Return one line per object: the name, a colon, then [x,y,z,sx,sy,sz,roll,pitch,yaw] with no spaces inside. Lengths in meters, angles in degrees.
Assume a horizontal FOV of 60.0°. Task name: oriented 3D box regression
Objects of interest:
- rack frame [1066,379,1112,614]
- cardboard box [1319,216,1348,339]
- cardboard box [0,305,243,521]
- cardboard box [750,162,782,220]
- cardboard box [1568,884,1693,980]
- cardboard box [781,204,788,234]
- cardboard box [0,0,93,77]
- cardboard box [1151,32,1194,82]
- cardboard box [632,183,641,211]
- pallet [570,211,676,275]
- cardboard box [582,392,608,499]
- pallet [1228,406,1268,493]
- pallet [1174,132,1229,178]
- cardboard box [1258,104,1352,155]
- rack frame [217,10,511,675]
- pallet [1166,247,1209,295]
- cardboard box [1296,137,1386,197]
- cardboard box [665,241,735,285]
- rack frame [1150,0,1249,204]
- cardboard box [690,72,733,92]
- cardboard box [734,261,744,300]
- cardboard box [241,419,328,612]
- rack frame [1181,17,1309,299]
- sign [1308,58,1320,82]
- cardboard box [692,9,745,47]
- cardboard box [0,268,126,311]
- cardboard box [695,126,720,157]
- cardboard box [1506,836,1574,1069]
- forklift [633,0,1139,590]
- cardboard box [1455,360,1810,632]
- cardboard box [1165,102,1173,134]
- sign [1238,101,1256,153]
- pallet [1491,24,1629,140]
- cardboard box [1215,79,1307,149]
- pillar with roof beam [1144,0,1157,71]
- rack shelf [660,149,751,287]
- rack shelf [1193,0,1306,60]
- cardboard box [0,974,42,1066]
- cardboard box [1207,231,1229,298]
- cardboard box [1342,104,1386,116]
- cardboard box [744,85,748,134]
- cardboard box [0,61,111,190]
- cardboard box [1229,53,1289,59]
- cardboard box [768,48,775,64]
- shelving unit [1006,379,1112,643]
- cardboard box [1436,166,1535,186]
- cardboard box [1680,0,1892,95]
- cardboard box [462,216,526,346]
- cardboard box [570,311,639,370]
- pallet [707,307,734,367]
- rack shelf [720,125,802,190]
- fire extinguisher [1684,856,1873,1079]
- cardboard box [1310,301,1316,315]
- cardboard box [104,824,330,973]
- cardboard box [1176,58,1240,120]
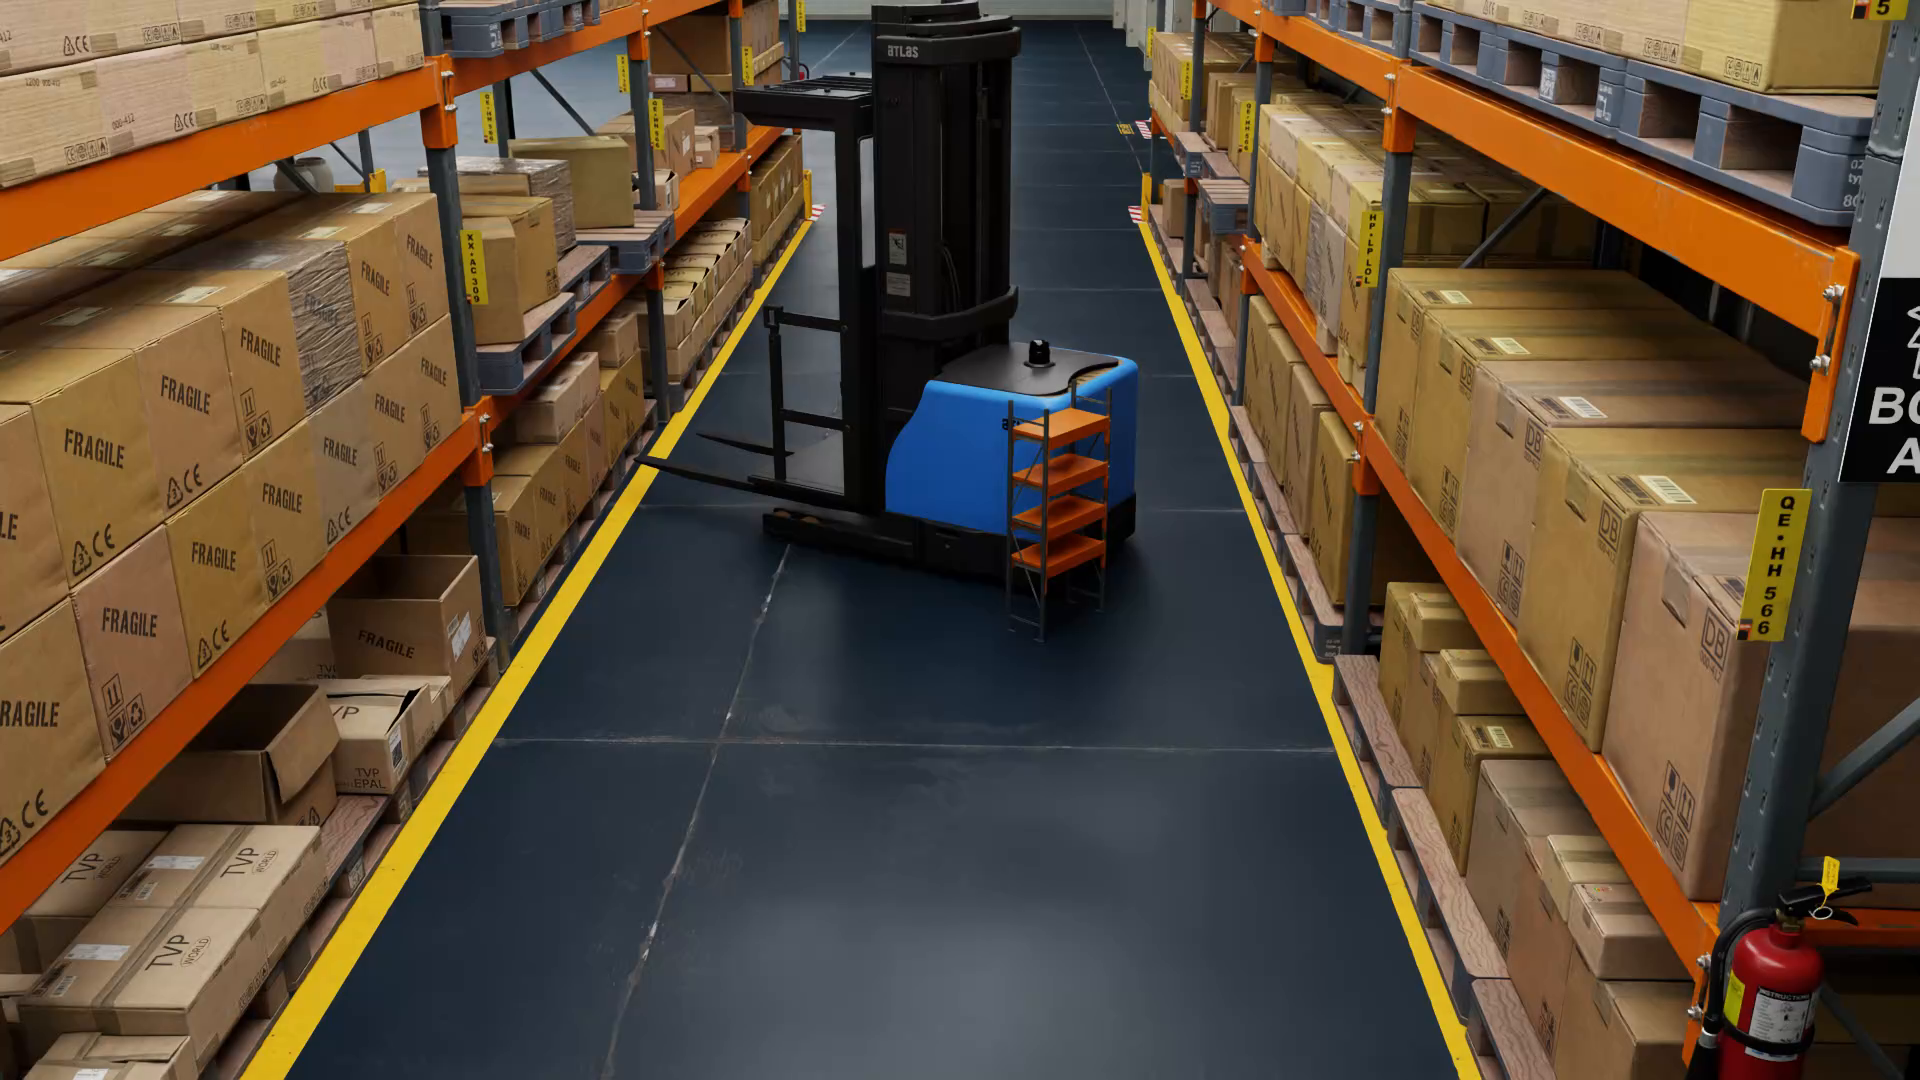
rack frame: [0.649,-0.211,8.415,0.240,1.200,0.015,18,27,38]
cardboard box: [2.058,-1.281,8.107,0.500,0.500,0.500,1,21,2]
cardboard box: [-2.477,-0.379,4.840,0.500,0.500,0.500,1,21,2]
cardboard box: [-2.061,-3.467,16.502,0.500,0.500,0.500,1,21,2]
cardboard box: [1.912,1.079,4.581,0.380,0.149,0.250,0,21,1]
cardboard box: [-2.051,-3.298,17.104,0.500,0.250,0.500,1,21,2]
cardboard box: [-2.485,-1.264,4.010,0.500,0.250,0.500,1,21,2]
cardboard box: [2.340,-5.191,17.903,0.500,0.500,0.500,1,21,2]
cardboard box: [-2.485,-2.321,11.488,0.500,0.311,0.500,2,21,5]
pallet: [-2.490,-1.896,10.535,1.213,0.211,1.003,1,21,2]
cardboard box: [-2.359,-0.554,9.657,0.500,0.500,0.500,0,21,0]
pallet: [2.313,-0.594,10.769,1.003,0.211,1.213,1,21,2]
pallet: [2.365,-3.261,14.051,1.003,0.211,1.213,1,21,2]
cardboard box: [2.140,-2.551,10.343,0.500,0.250,0.500,1,21,3]
rack frame: [-2.661,-0.785,7.406,1.000,3.000,0.127,1,21,2]
pallet: [2.519,-2.568,15.856,1.003,0.211,1.213,1,21,2]
cardboard box: [2.104,-2.002,8.927,0.500,0.250,0.500,0,21,1]
cardboard box: [-2.171,-2.335,13.846,0.500,0.311,0.500,1,21,1]
rack frame: [2.655,-5.071,18.452,1.000,3.000,0.127,1,21,2]
cardboard box: [-2.216,-4.122,14.971,0.380,0.149,0.250,1,21,2]
cardboard box: [-2.158,-2.256,14.417,0.500,0.250,0.500,0,21,1]
cardboard box: [-2.460,-0.092,5.481,0.500,0.500,0.500,1,21,2]
rack frame: [2.534,-3.625,14.724,1.000,3.000,0.127,1,21,2]
sign: [3.089,-4.160,14.502,0.100,0.325,0.005,1,21,2]
cardboard box: [-2.397,-4.673,15.493,0.700,0.500,0.500,1,21,1]
cardboard box: [-3.003,-0.572,5.335,0.500,0.500,0.500,1,21,3]
cardboard box: [-2.389,-3.430,14.428,0.500,0.250,0.500,2,21,5]
cardboard box: [2.105,1.248,5.040,0.700,0.500,0.500,1,21,1]
forklift: [-0.537,-1.481,9.295,3.031,2.935,1.130,12,24,28]
cardboard box: [2.218,-0.149,5.352,0.980,0.700,0.700,0,21,-1]
cardboard box: [2.268,-4.101,16.131,0.500,0.250,0.500,1,21,1]
sign: [1.869,-2.684,10.808,0.100,0.325,0.005,1,21,2]
pallet: [2.215,-1.354,4.847,1.003,0.211,1.213,1,21,2]
cardboard box: [2.460,-3.491,13.633,0.700,0.500,0.500,3,21,7]
pillar with roof beam: [-0.257,-14.161,33.585,9.100,9.000,0.400,1,21,2]
rack shelf: [-2.479,-2.619,13.128,1.077,0.370,4.000,1,21,2]
rack shelf: [2.473,-3.965,12.448,1.077,0.370,4.000,1,21,2]
cardboard box: [-2.910,1.432,5.001,0.380,0.166,0.250,1,21,2]
cardboard box: [2.528,-2.398,14.410,0.700,0.500,0.500,1,21,3]
cardboard box: [2.657,-2.556,10.356,0.500,0.250,0.500,1,21,3]
cardboard box: [-2.401,-4.076,15.749,0.700,0.500,0.500,0,21,1]
cardboard box: [-2.485,-1.031,4.101,0.500,0.250,0.500,1,21,2]
cardboard box: [2.776,-4.268,15.526,0.500,0.500,0.500,1,21,1]
cardboard box: [-2.141,-5.055,17.375,0.380,0.149,0.250,1,21,2]
shelving unit: [0.487,-0.146,8.245,0.258,1.200,0.503,18,27,38]
cardboard box: [2.574,-1.629,7.967,0.500,0.250,0.500,1,21,2]
cardboard box: [1.926,-1.125,3.622,0.500,0.250,0.500,1,21,3]
cardboard box: [-2.423,-1.197,7.748,0.700,0.500,0.500,-7,22,-17]
cardboard box: [-2.331,-1.260,10.440,0.500,0.250,0.500,1,21,4]
pallet: [-2.436,-1.669,13.538,1.003,0.211,1.213,1,21,2]
rack shelf: [-2.357,-4.066,16.855,1.077,0.370,4.000,1,21,2]
fire extinguisher: [1.703,0.973,3.496,0.296,0.674,0.183,1,21,2]
cardboard box: [2.120,-1.305,9.064,0.380,0.149,0.250,1,21,3]
cardboard box: [-2.452,1.183,5.527,0.500,0.250,0.500,1,21,2]
cardboard box: [2.239,-4.088,15.061,0.500,0.500,0.500,1,21,1]
